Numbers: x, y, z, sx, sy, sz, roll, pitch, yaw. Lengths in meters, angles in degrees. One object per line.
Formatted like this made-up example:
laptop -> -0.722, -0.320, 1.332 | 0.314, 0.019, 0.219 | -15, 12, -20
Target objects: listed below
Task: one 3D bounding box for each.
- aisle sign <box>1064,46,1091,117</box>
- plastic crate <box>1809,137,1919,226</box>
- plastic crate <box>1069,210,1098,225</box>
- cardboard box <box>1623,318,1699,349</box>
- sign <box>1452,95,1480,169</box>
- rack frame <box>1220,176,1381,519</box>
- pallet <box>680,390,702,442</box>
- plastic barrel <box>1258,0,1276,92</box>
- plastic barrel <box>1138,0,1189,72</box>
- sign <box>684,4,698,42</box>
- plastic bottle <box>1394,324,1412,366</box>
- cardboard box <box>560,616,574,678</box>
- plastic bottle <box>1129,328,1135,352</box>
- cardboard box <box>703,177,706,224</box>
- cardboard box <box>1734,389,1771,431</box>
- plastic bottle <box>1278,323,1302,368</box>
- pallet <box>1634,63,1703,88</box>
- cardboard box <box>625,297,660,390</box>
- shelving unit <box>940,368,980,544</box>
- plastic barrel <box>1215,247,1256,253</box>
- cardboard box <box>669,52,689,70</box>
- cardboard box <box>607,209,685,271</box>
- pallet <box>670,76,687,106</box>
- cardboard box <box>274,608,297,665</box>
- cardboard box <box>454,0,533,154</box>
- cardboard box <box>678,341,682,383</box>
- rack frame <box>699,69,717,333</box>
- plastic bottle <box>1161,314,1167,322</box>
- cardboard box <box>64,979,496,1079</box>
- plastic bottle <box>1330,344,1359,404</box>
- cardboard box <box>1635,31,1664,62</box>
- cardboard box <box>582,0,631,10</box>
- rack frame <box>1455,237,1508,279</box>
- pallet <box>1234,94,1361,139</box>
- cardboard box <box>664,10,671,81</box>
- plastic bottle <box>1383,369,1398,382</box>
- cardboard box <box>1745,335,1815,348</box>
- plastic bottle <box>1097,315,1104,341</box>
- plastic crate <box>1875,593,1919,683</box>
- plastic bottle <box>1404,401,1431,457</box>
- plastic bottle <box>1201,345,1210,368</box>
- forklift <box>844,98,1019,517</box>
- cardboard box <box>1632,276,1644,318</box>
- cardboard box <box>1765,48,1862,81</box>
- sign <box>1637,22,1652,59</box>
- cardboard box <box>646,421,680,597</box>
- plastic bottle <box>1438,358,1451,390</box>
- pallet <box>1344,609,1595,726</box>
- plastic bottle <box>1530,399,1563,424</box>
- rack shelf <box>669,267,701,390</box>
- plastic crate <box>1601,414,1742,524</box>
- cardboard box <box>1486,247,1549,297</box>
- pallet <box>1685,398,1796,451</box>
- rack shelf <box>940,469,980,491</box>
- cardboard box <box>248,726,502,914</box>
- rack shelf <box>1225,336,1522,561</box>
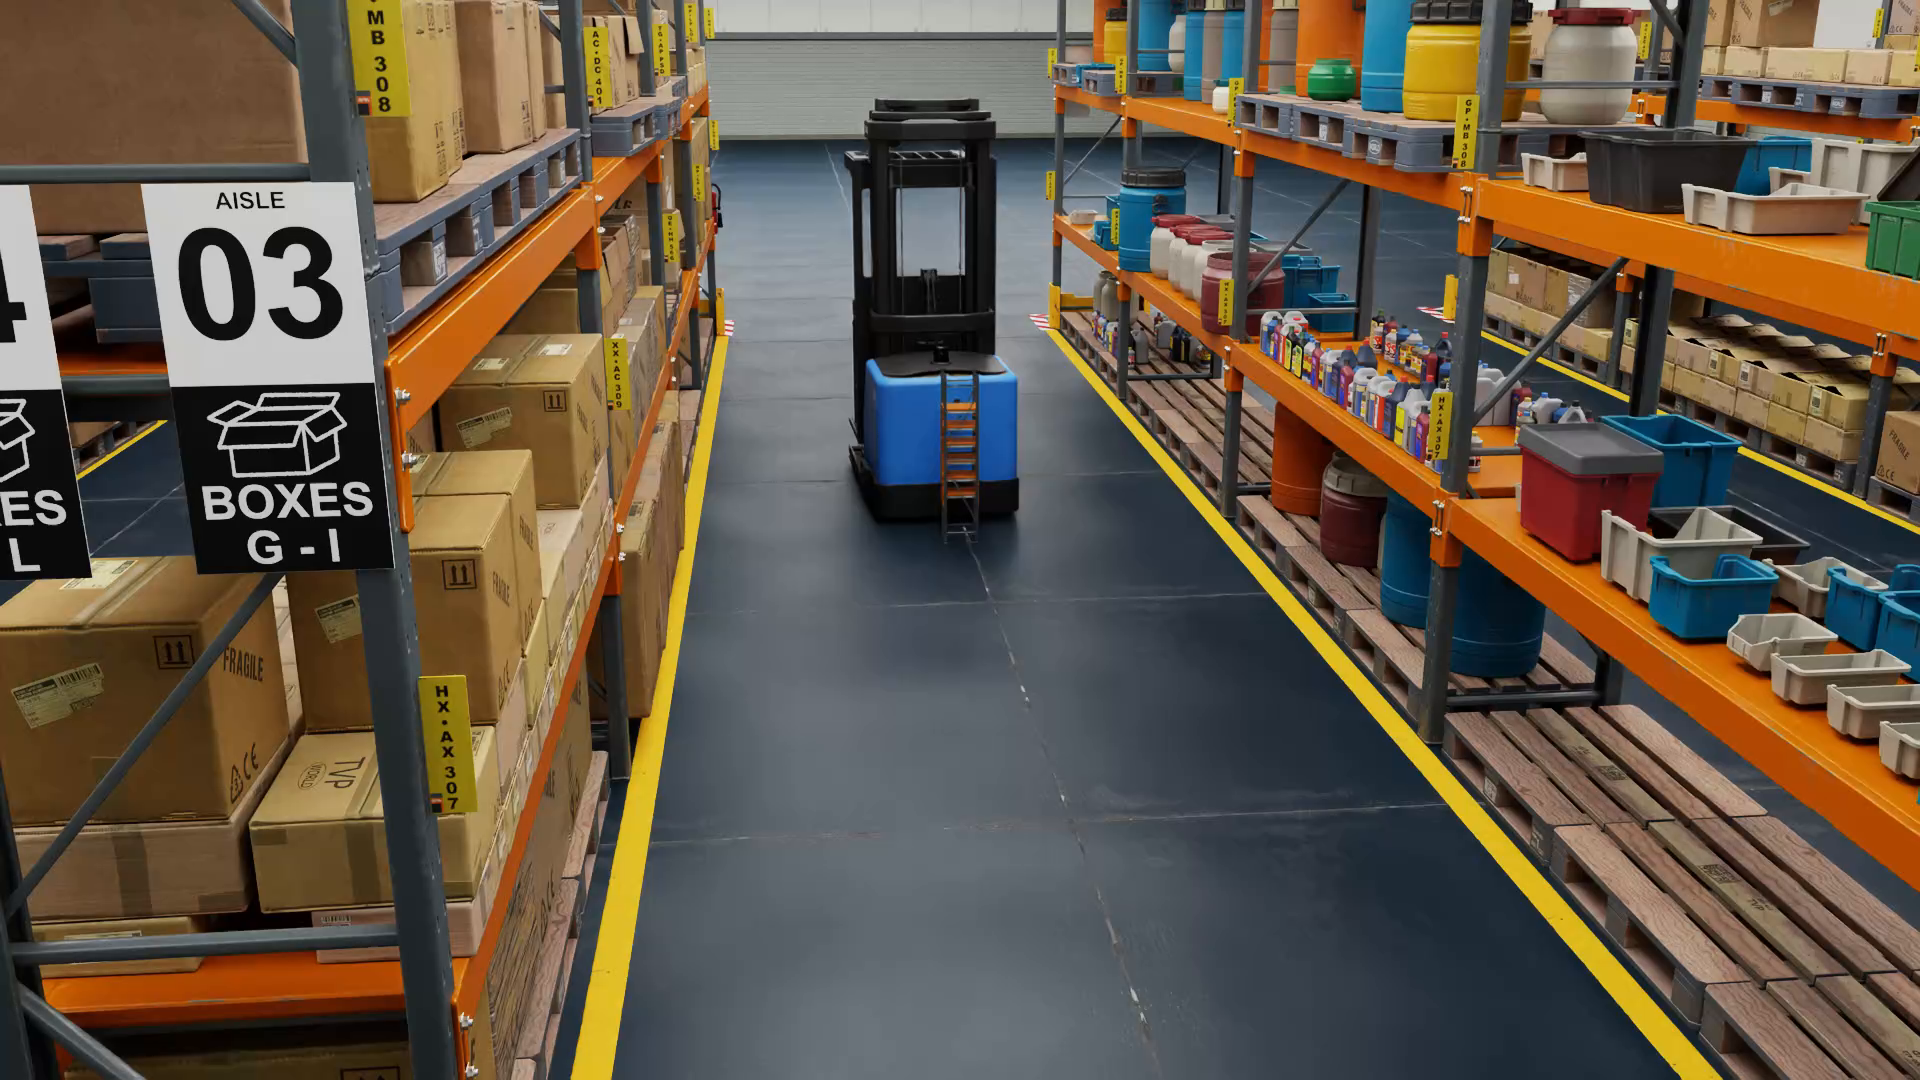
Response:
aisle sign -> 1.301, -5.255, 19.069 | 0.394, 0.787, 0.004 | -2, 18, -6
plastic crate -> 3.328, -1.280, 5.937 | 0.437, 0.282, 0.530 | -2, 18, -6
plastic crate -> 1.372, -3.600, 18.577 | 0.298, 0.136, 0.250 | -2, 18, -6
cardboard box -> 6.734, -1.988, 15.955 | 0.500, 0.311, 0.500 | -2, 18, -5
sign -> 2.290, -1.846, 7.528 | 0.100, 0.325, 0.005 | -2, 18, -6
rack frame -> 2.425, -1.619, 11.827 | 1.000, 3.000, 0.127 | -2, 18, -6
pallet -> -2.833, -1.096, 14.814 | 1.003, 0.211, 1.213 | -2, 18, -6
plastic barrel -> 2.488, -3.702, 12.735 | 0.600, 0.830, 0.708 | -2, 18, -6
plastic barrel -> 2.016, -4.981, 15.991 | 0.600, 0.901, 0.708 | -2, 18, -6
sign -> -2.363, -4.542, 14.608 | 0.100, 0.325, 0.005 | -2, 18, -6
plastic bottle -> 2.928, -1.289, 10.989 | 0.097, 0.271, 0.097 | 0, 17, 0
cardboard box -> -1.574, 0.385, 5.863 | 0.380, 0.149, 0.250 | -1, 17, -5
plastic bottle -> 1.659, -1.940, 16.537 | 0.144, 0.351, 0.185 | -2, 18, -7
cardboard box -> -3.118, -3.579, 17.406 | 0.875, 0.500, 0.500 | -2, 18, -6
cardboard box -> 6.950, -1.112, 14.101 | 0.500, 0.250, 0.500 | -1, 17, -4
plastic bottle -> 2.196, -1.283, 10.964 | 0.152, 0.276, 0.135 | -2, 18, -6
pallet -> 6.826, -4.605, 16.478 | 1.003, 0.211, 1.213 | -2, 18, -6
cardboard box -> -2.159, -1.226, 10.407 | 0.500, 0.500, 0.500 | -2, 18, -6
shelving unit -> -0.002, -0.577, 11.511 | 0.258, 1.200, 0.189 | -2, 18, -6
plastic barrel -> 2.106, -1.972, 12.765 | 0.421, 0.512, 0.421 | 0, 17, 0
cardboard box -> -2.641, -4.314, 14.988 | 0.380, 0.149, 0.250 | -2, 18, -7
cardboard box -> -2.644, -2.394, 13.421 | 0.797, 0.503, 0.637 | 0, 17, 0
pallet -> -2.957, -3.812, 14.118 | 1.213, 0.211, 1.003 | -2, 18, -6
cardboard box -> -2.095, 0.408, 5.124 | 0.500, 0.250, 0.500 | -2, 18, -8
cardboard box -> -1.898, -1.610, 5.754 | 0.700, 0.500, 0.500 | -1, 17, -3
cardboard box -> -2.916, -1.786, 15.831 | 0.500, 0.500, 0.500 | -2, 18, -7
rack frame -> -3.327, -3.850, 18.931 | 1.000, 3.000, 0.127 | -2, 18, -6
plastic bottle -> 2.224, -2.304, 17.819 | 0.152, 0.276, 0.135 | -2, 18, -5
cardboard box -> -1.822, 1.542, 4.602 | 0.875, 0.875, 0.875 | -2, 18, -6
plastic bottle -> 2.303, -0.996, 9.924 | 0.144, 0.351, 0.185 | -2, 18, -6
cardboard box -> 7.094, -4.938, 16.603 | 0.500, 0.311, 0.500 | -3, 18, -9
cardboard box -> -3.214, -4.643, 14.954 | 0.500, 0.500, 0.500 | -2, 18, -7
rack frame -> 6.527, -4.155, 19.903 | 1.000, 3.000, 0.127 | -2, 18, -6
pallet -> 2.406, -2.729, 10.670 | 1.003, 0.211, 1.213 | -2, 18, -6
cardboard box -> -2.402, -3.632, 12.230 | 0.500, 0.500, 0.500 | -2, 18, -7
plastic bottle -> 2.470, -0.851, 9.595 | 0.097, 0.271, 0.097 | 0, 17, 0
cardboard box -> 7.375, -1.704, 15.049 | 0.500, 0.311, 0.500 | -2, 18, -6
plastic bottle -> 1.512, -2.259, 17.685 | 0.097, 0.271, 0.097 | 0, 17, 0
plastic crate -> 3.416, 0.339, 5.767 | 0.416, 0.233, 0.300 | -2, 18, -6
plastic bottle -> 2.437, -0.585, 8.738 | 0.152, 0.276, 0.135 | -2, 18, -6
plastic bottle -> 2.415, -1.828, 16.311 | 0.097, 0.271, 0.097 | 0, 17, 0
forklift -> -0.306, -1.959, 13.024 | 1.130, 2.935, 3.031 | -3, 18, -8
cardboard box -> 7.144, -2.506, 17.288 | 0.500, 0.500, 0.500 | -2, 18, -6
cardboard box -> 7.076, -3.951, 13.797 | 0.500, 0.250, 0.500 | -3, 18, -10
sign -> 6.388, -4.661, 15.512 | 0.100, 0.325, 0.005 | -2, 18, -6
cardboard box -> -2.367, -0.181, 10.091 | 1.225, 0.875, 0.875 | -2, 18, -5
plastic bottle -> 2.901, -0.950, 9.909 | 0.097, 0.271, 0.097 | 0, 17, 0
pallet -> 2.799, 0.672, 9.185 | 1.003, 0.211, 1.213 | -2, 18, -6
plastic bottle -> 3.131, -0.627, 8.874 | 0.152, 0.276, 0.135 | -2, 18, -6
rack shelf -> -2.708, -1.719, 13.345 | 1.077, 0.370, 4.000 | -2, 18, -6
plastic crate -> 3.225, -0.320, 7.615 | 0.392, 0.384, 0.575 | -2, 18, -6
cardboard box -> 6.414, -3.085, 19.134 | 0.500, 0.500, 0.500 | -2, 18, -6
pallet -> 7.183, -1.050, 14.669 | 1.003, 0.211, 1.213 | -2, 18, -6
rack shelf -> -0.001, -0.420, 11.560 | 0.258, 0.103, 0.180 | -2, 18, -6
cardboard box -> -1.458, 0.696, 4.208 | 0.500, 0.250, 0.500 | -2, 18, -7
rack shelf -> 2.631, -0.680, 10.037 | 1.077, 0.370, 4.000 | -2, 18, -6
